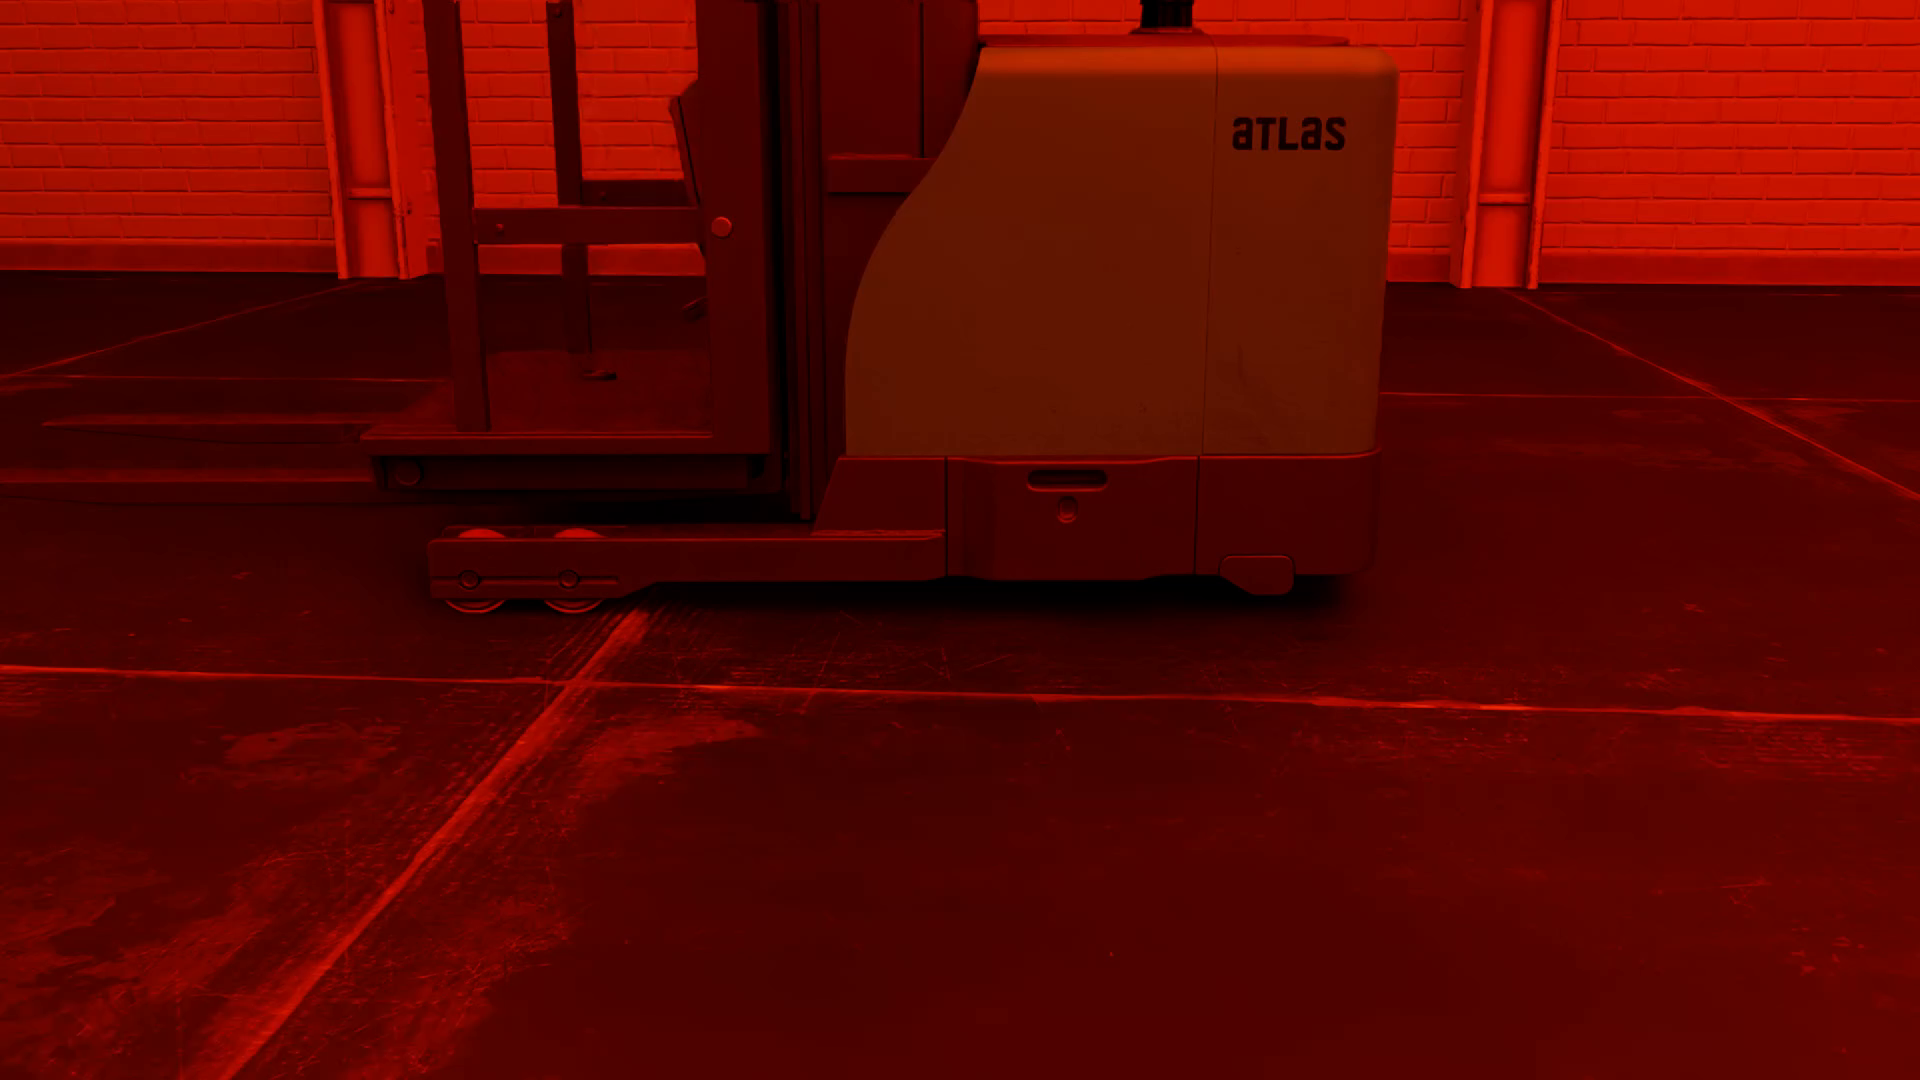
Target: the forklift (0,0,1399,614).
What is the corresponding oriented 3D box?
[{"bbox_3d":[-0.681,-1.408,3.406,3.031,2.935,1.130,0,15,-1],"label":"forklift"}]
